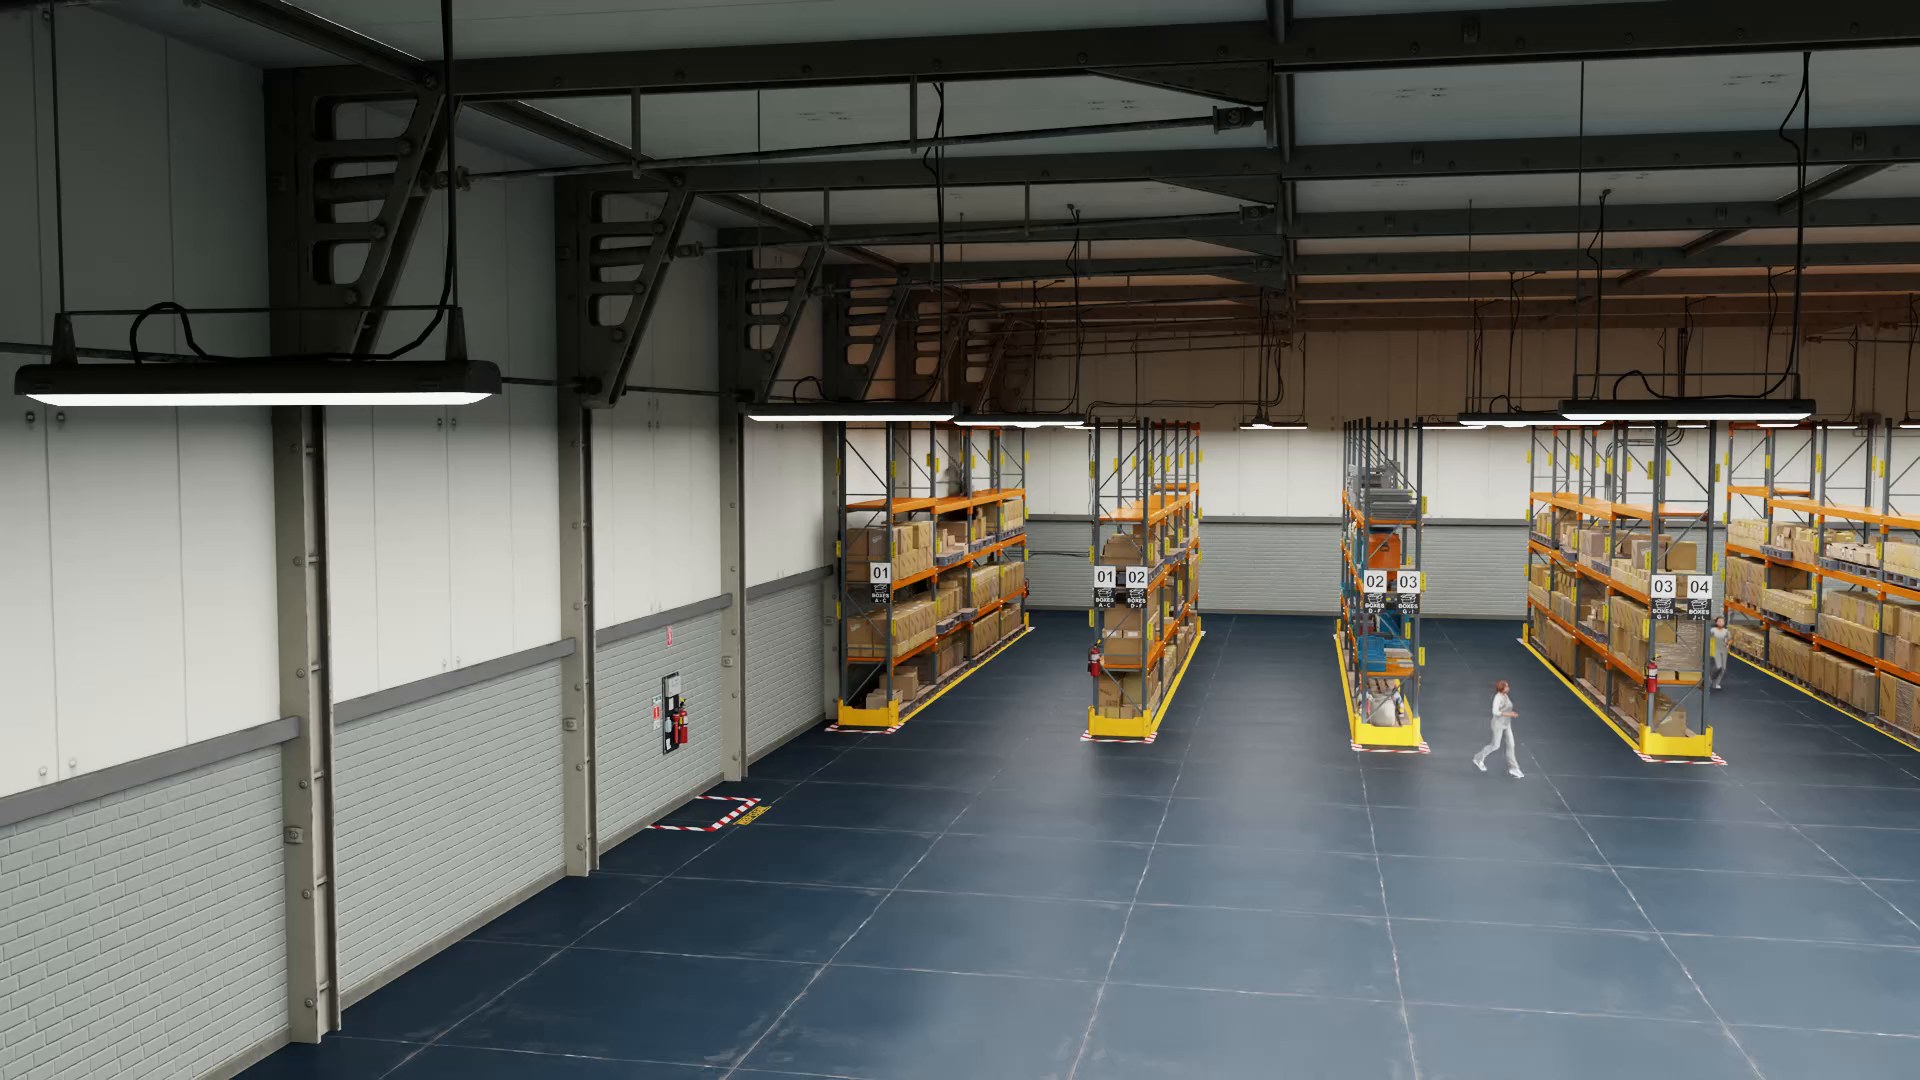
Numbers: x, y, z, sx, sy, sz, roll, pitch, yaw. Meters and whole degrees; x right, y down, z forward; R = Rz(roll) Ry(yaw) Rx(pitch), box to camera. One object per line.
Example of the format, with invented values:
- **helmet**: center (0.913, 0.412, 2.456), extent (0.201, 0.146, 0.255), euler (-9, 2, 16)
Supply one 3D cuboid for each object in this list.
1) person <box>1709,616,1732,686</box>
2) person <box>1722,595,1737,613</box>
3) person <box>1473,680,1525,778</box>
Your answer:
- **person**: center (16.873, 2.488, 36.926), extent (0.564, 1.577, 0.533), euler (0, 4, 3)
- **person**: center (20.849, 1.529, 45.021), extent (0.346, 0.893, 0.495), euler (0, 4, -3)
- **person**: center (8.949, 3.111, 27.595), extent (0.870, 1.604, 0.542), euler (3, 5, 43)
